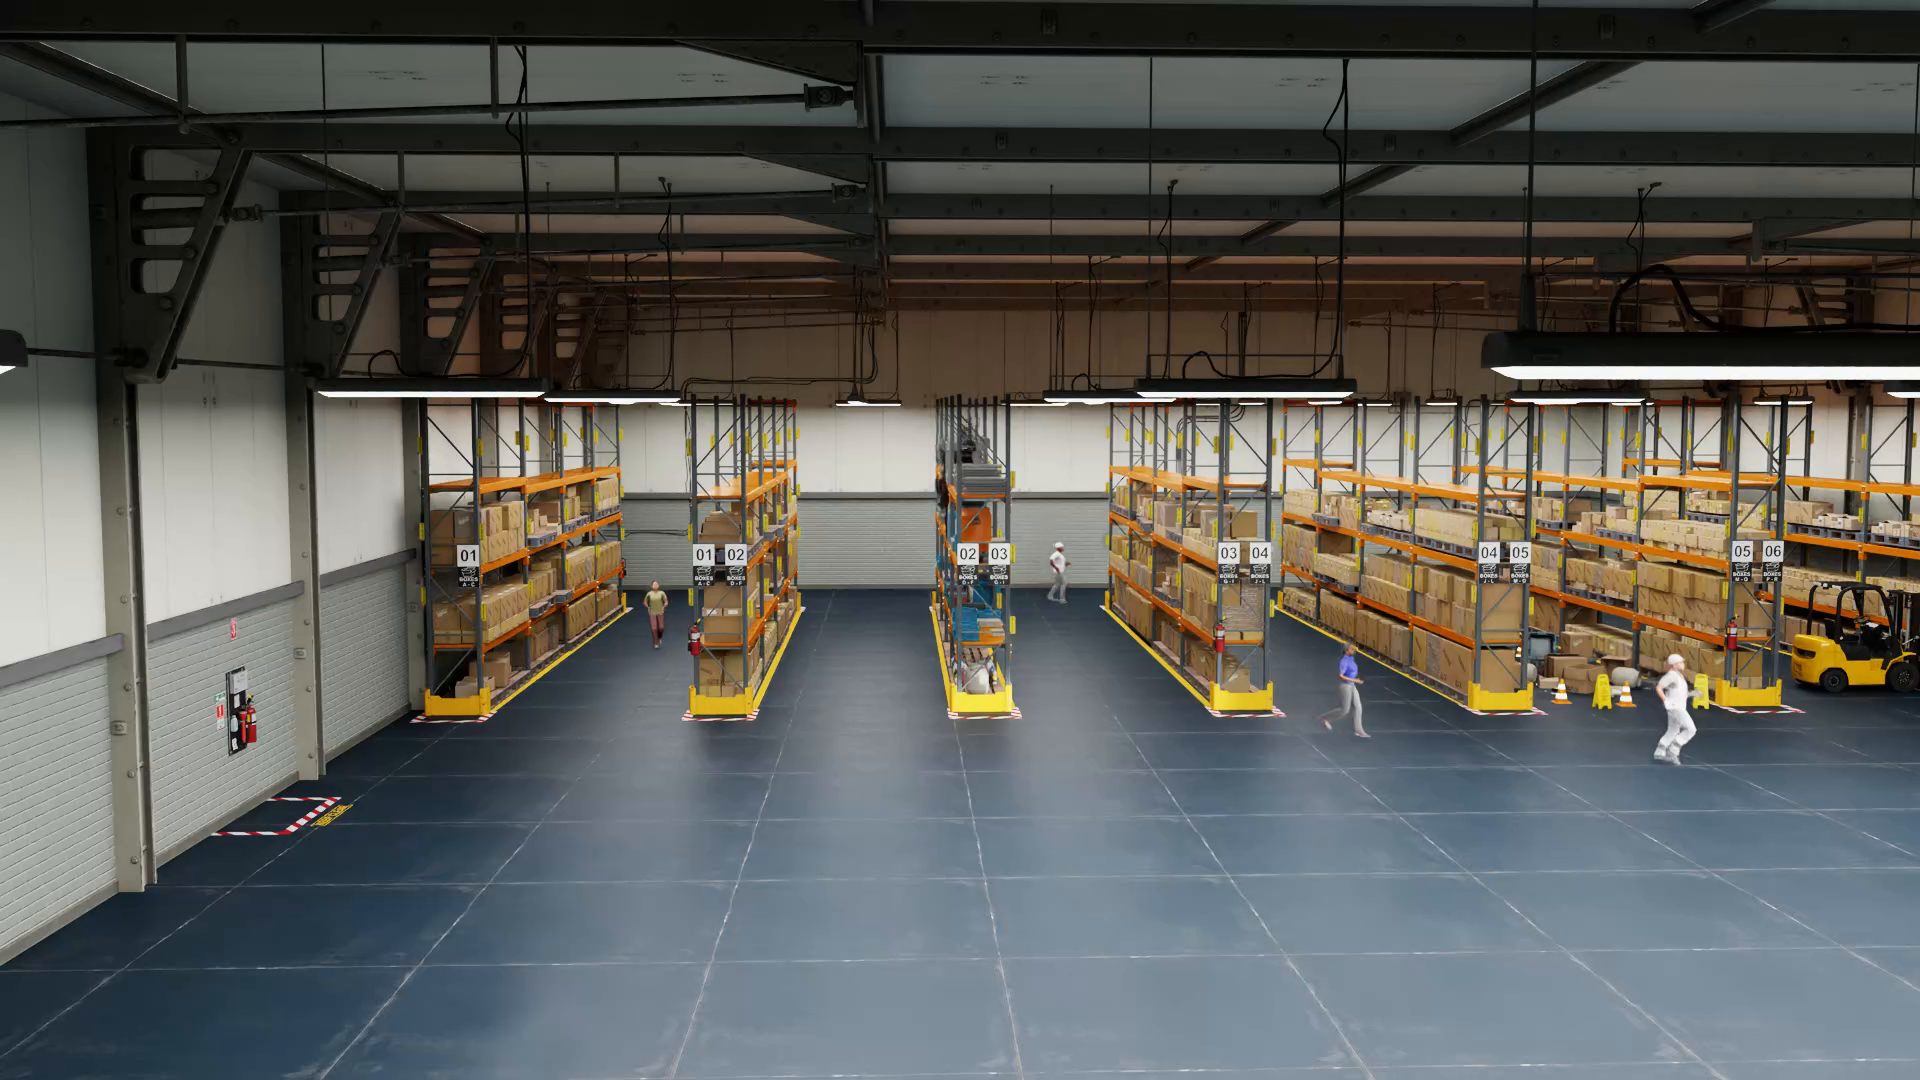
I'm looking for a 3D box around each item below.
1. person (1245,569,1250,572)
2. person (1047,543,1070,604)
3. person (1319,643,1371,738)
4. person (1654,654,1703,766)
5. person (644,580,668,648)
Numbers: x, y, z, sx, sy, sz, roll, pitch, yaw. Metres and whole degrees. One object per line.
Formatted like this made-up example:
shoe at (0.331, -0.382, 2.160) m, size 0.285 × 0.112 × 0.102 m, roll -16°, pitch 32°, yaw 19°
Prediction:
person at (7.968, 1.171, 47.261) m, size 0.706 × 1.716 × 0.731 m, roll 1°, pitch 5°, yaw 8°
person at (2.921, 0.989, 49.127) m, size 0.694 × 1.828 × 0.682 m, roll 1°, pitch 5°, yaw 8°
person at (6.739, 2.616, 29.044) m, size 0.902 × 1.655 × 0.587 m, roll 3°, pitch 5°, yaw 32°
person at (11.542, 2.707, 26.717) m, size 0.698 × 1.740 × 0.654 m, roll 2°, pitch 5°, yaw 29°
person at (-7.288, 1.773, 39.862) m, size 0.577 × 1.621 × 0.562 m, roll -1°, pitch 5°, yaw -13°
